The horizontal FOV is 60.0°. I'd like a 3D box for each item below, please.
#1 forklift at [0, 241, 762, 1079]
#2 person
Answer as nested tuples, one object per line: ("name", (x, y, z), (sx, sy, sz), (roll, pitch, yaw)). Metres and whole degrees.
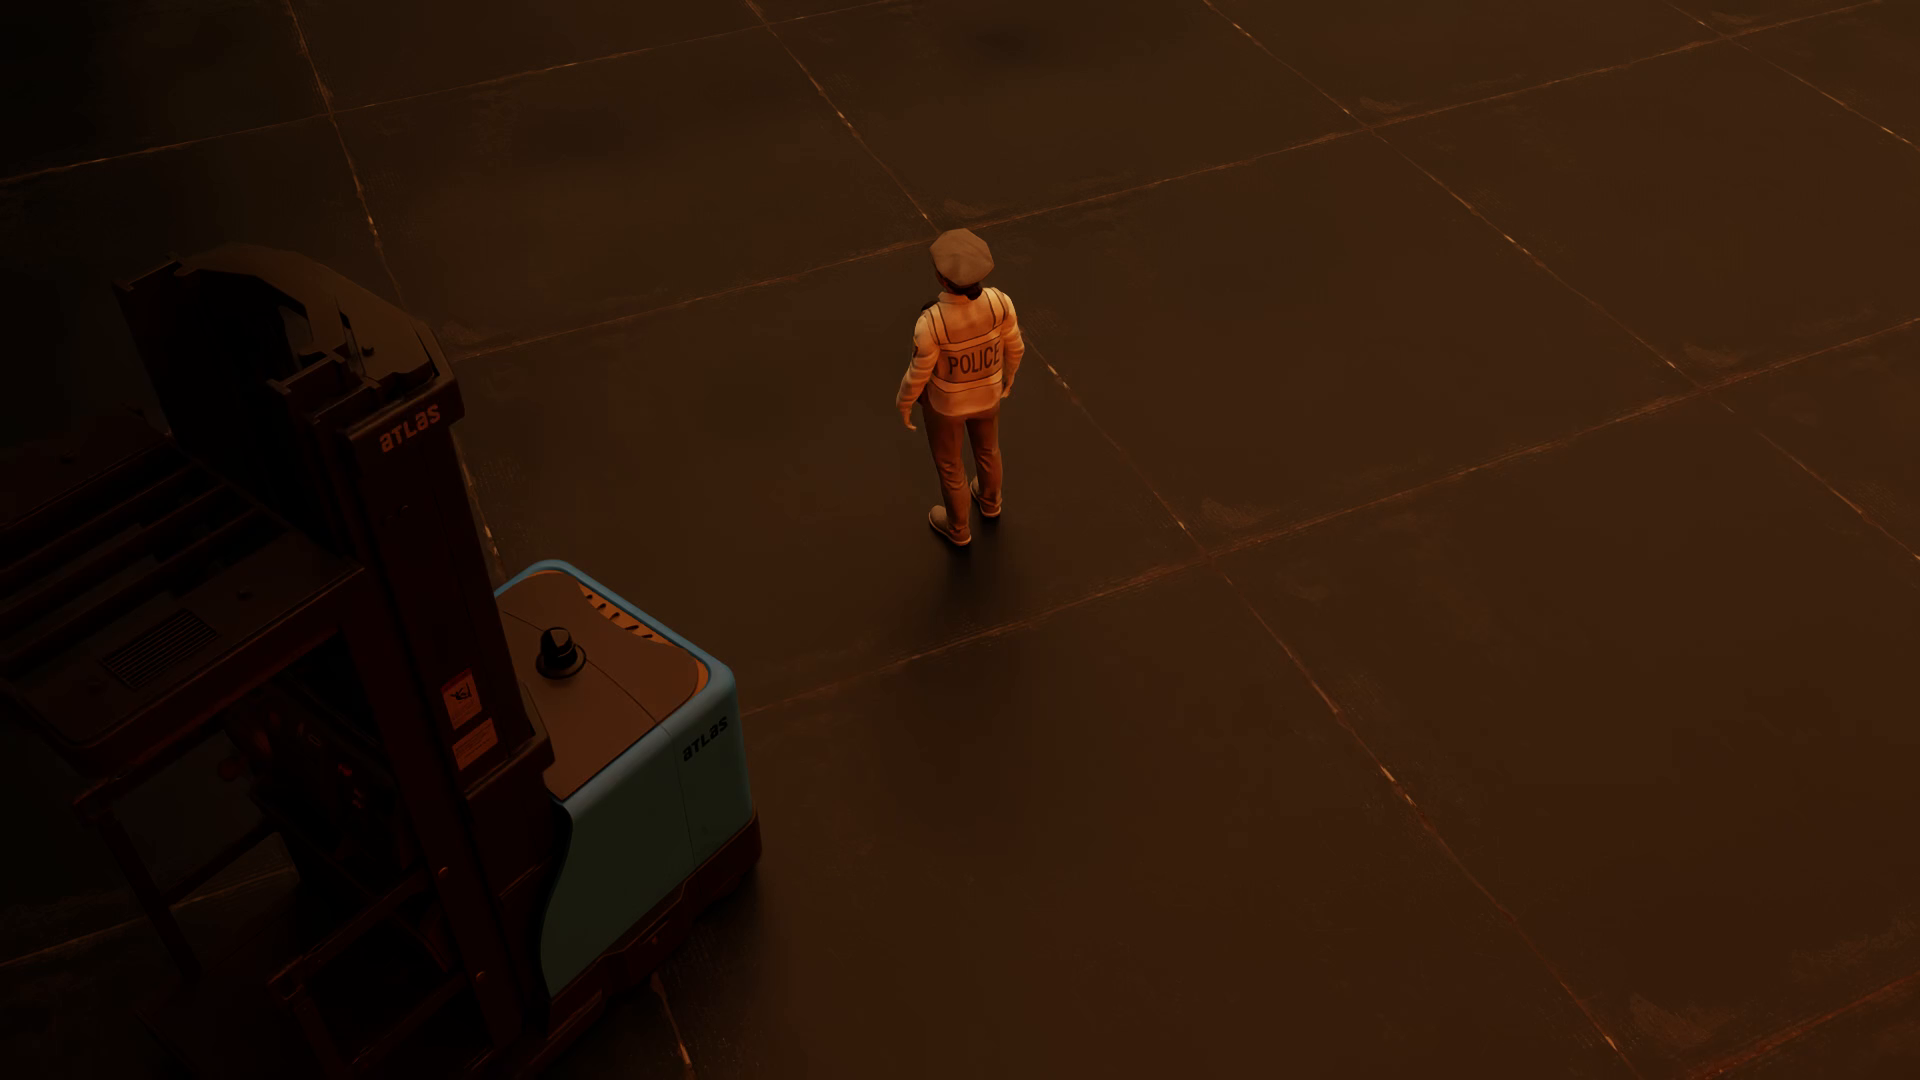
("forklift", (-2.083, 0.748, 4.878), (1.130, 2.935, 3.031), (29, 50, 27))
("person", (-0.023, -0.669, 7.293), (0.588, 1.695, 0.531), (-18, 46, -18))
